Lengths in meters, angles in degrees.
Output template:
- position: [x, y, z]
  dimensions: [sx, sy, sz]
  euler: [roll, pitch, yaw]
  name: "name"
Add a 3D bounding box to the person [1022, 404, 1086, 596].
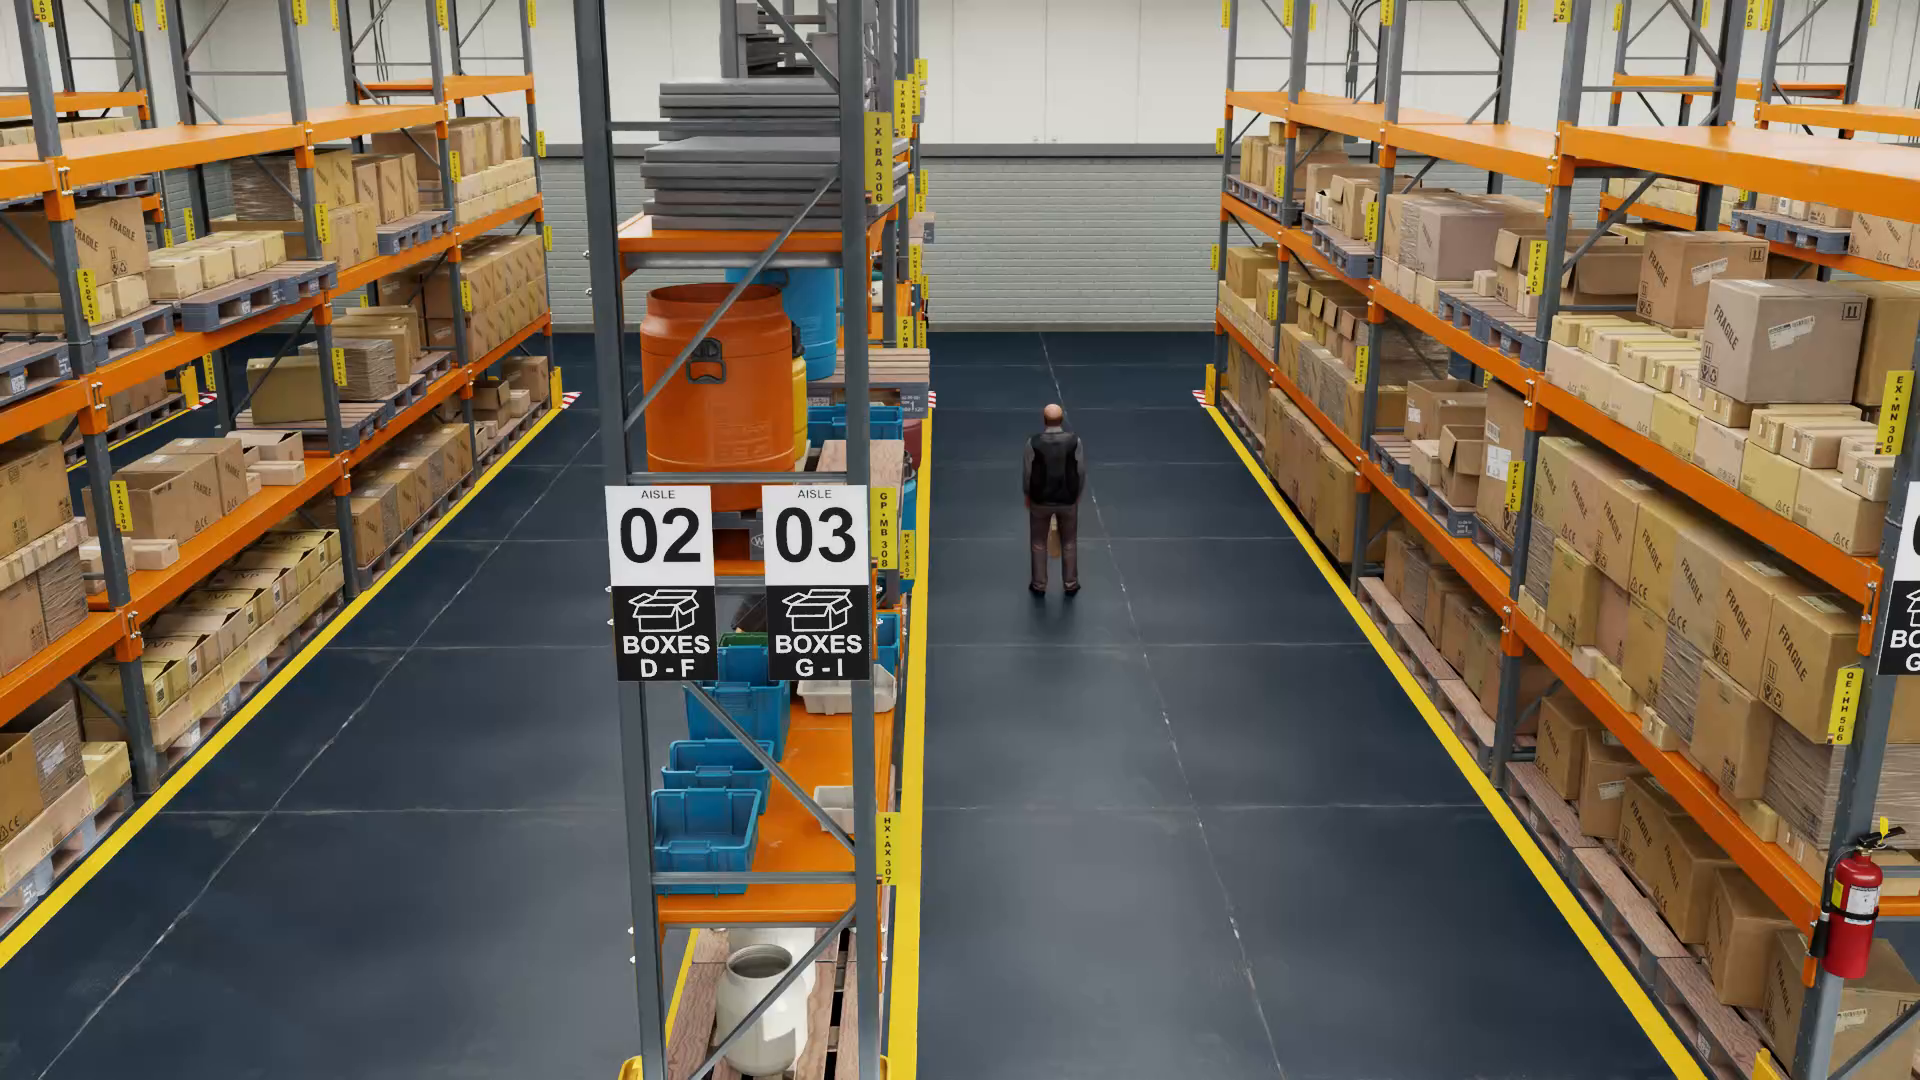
- position: [0.825, -0.345, 14.710]
  dimensions: [0.563, 1.724, 0.423]
  euler: [-1, 17, -2]
  name: "person"
